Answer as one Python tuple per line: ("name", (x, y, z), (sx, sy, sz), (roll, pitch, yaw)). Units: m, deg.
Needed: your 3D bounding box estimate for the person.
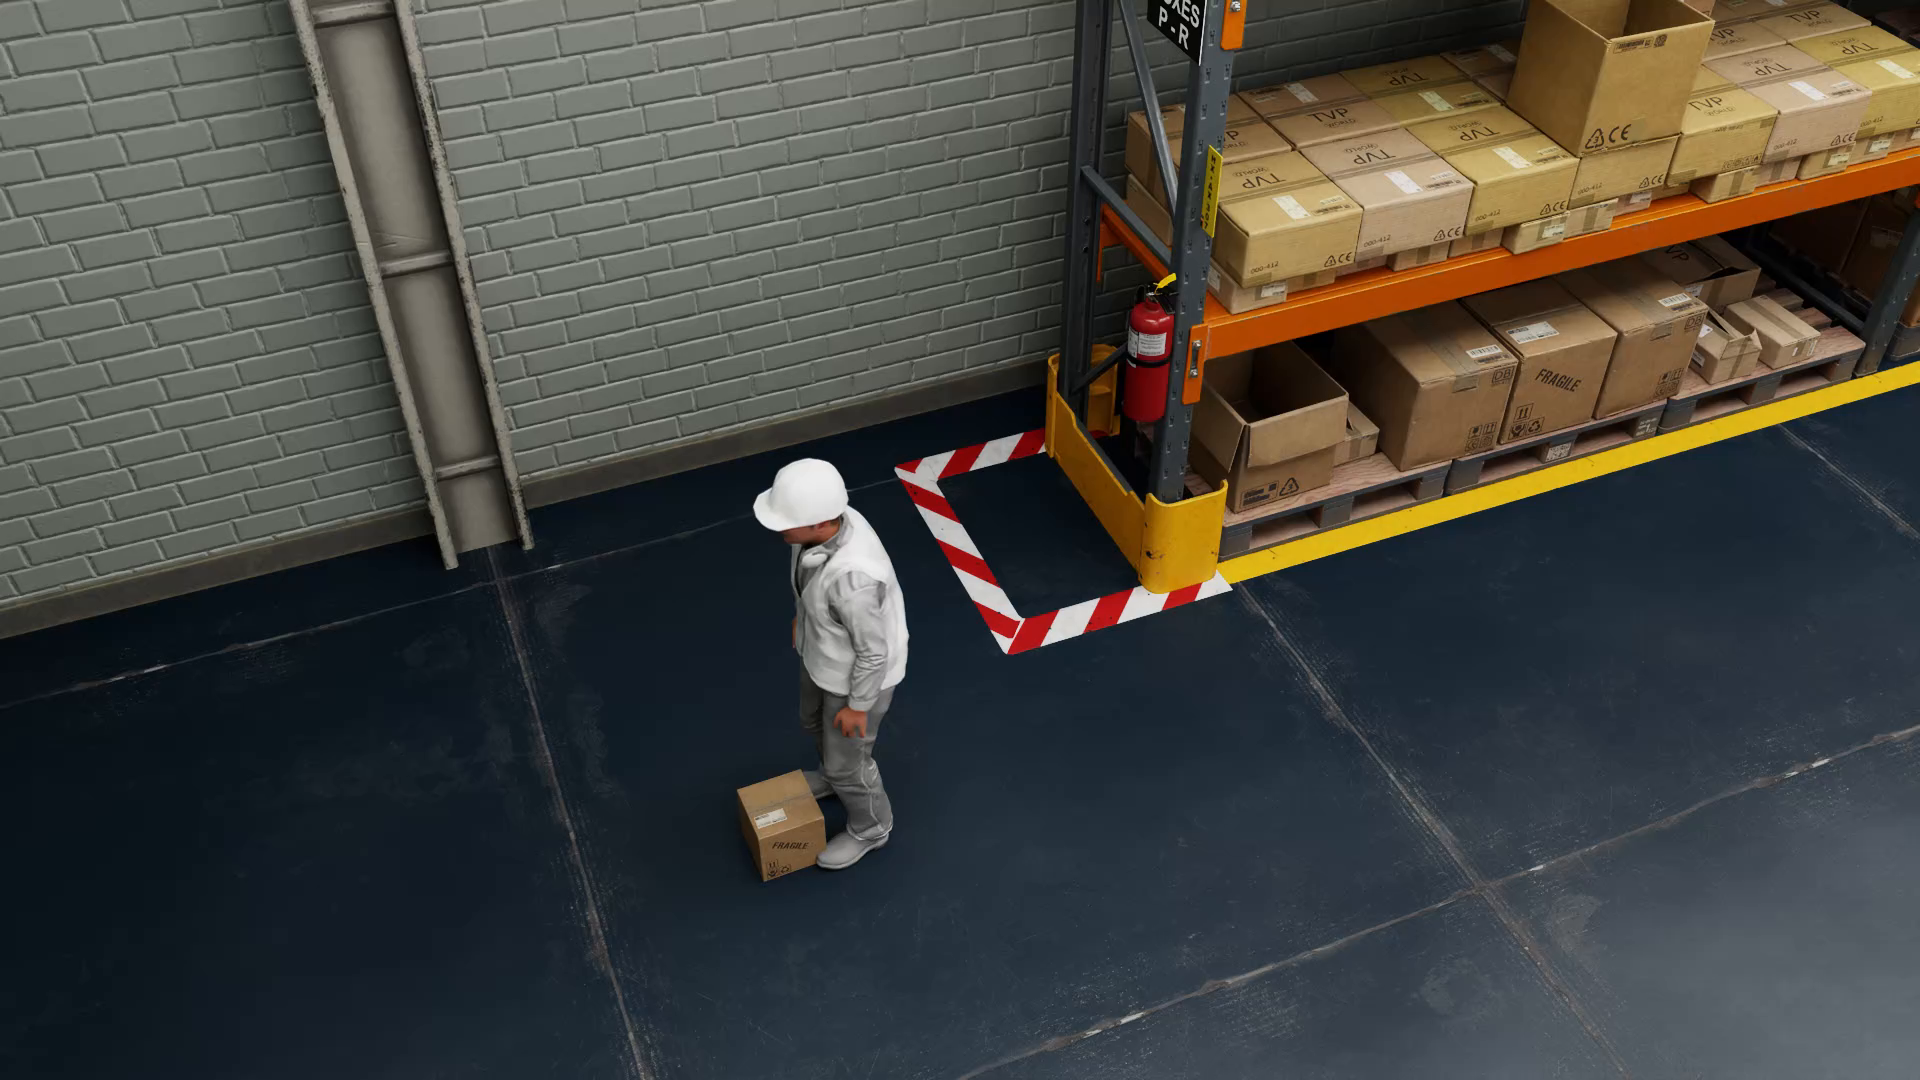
("person", (-0.421, 0.408, 5.680), (0.465, 1.768, 0.582), (-16, 44, -17))
